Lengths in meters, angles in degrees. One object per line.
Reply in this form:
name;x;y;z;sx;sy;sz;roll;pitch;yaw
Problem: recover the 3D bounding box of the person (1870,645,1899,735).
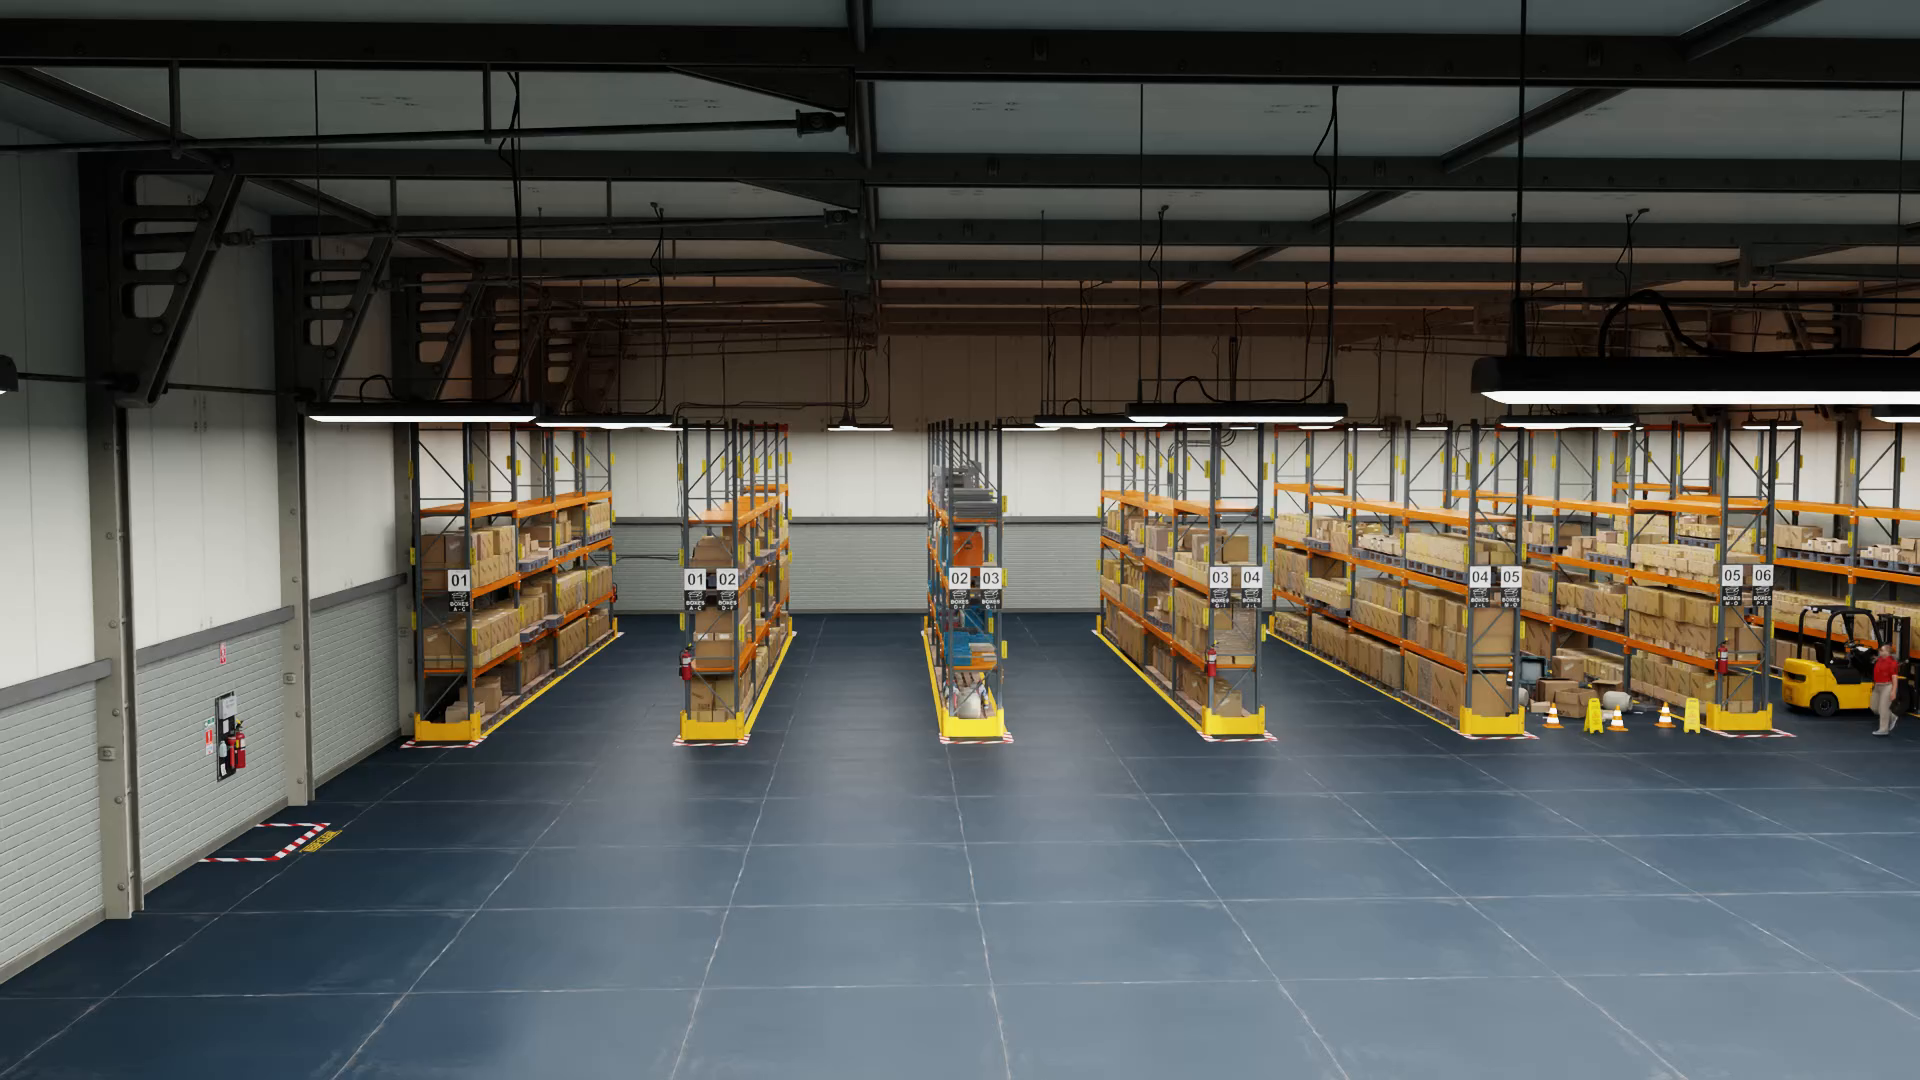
person;17.601;2.832;31.547;0.673;1.707;0.529;-1;4;-14
